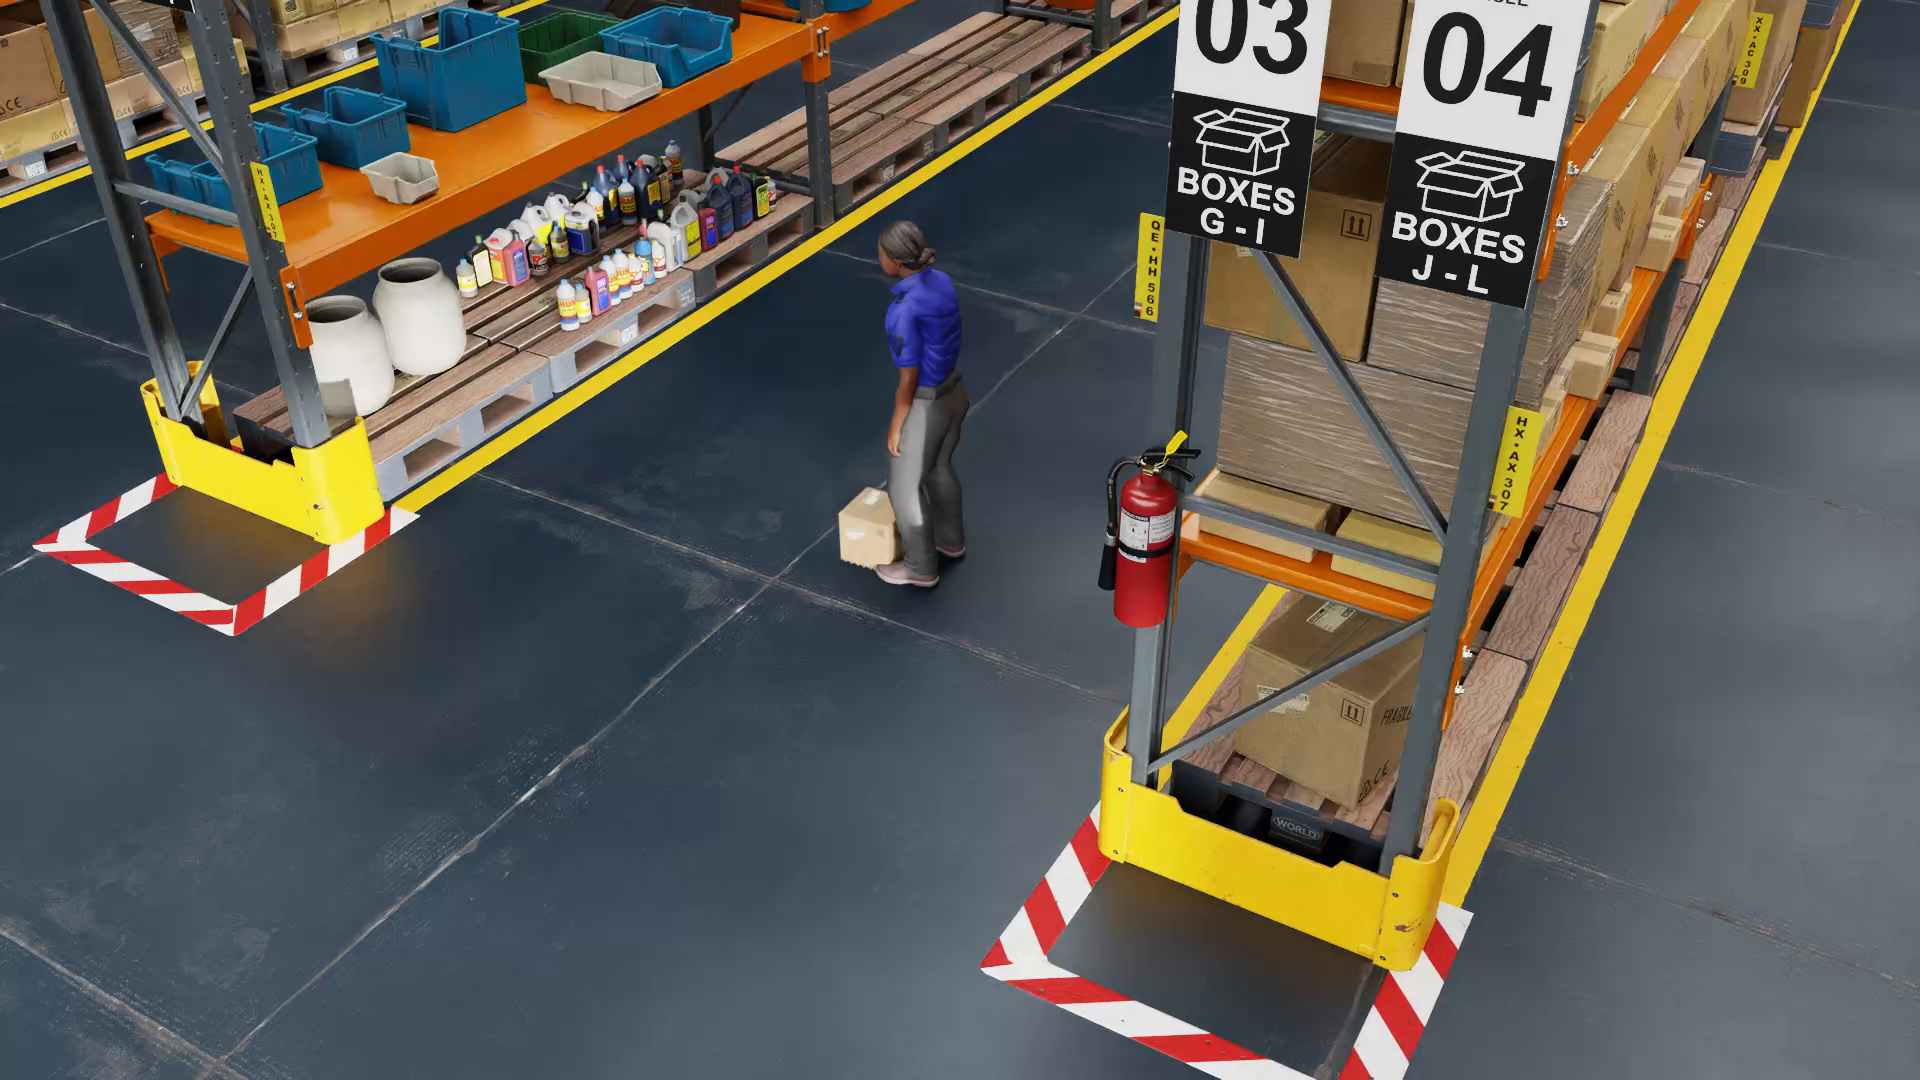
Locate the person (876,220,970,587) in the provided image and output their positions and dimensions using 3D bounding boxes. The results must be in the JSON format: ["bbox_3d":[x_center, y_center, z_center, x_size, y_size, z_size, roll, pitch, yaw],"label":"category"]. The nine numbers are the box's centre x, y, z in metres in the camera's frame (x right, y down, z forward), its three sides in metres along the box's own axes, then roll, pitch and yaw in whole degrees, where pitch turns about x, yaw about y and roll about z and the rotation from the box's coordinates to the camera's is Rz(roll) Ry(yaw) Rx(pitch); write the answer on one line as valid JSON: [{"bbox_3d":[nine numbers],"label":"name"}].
[{"bbox_3d":[-0.157,-0.564,6.974,0.348,1.653,0.512,16,38,22],"label":"person"}]
